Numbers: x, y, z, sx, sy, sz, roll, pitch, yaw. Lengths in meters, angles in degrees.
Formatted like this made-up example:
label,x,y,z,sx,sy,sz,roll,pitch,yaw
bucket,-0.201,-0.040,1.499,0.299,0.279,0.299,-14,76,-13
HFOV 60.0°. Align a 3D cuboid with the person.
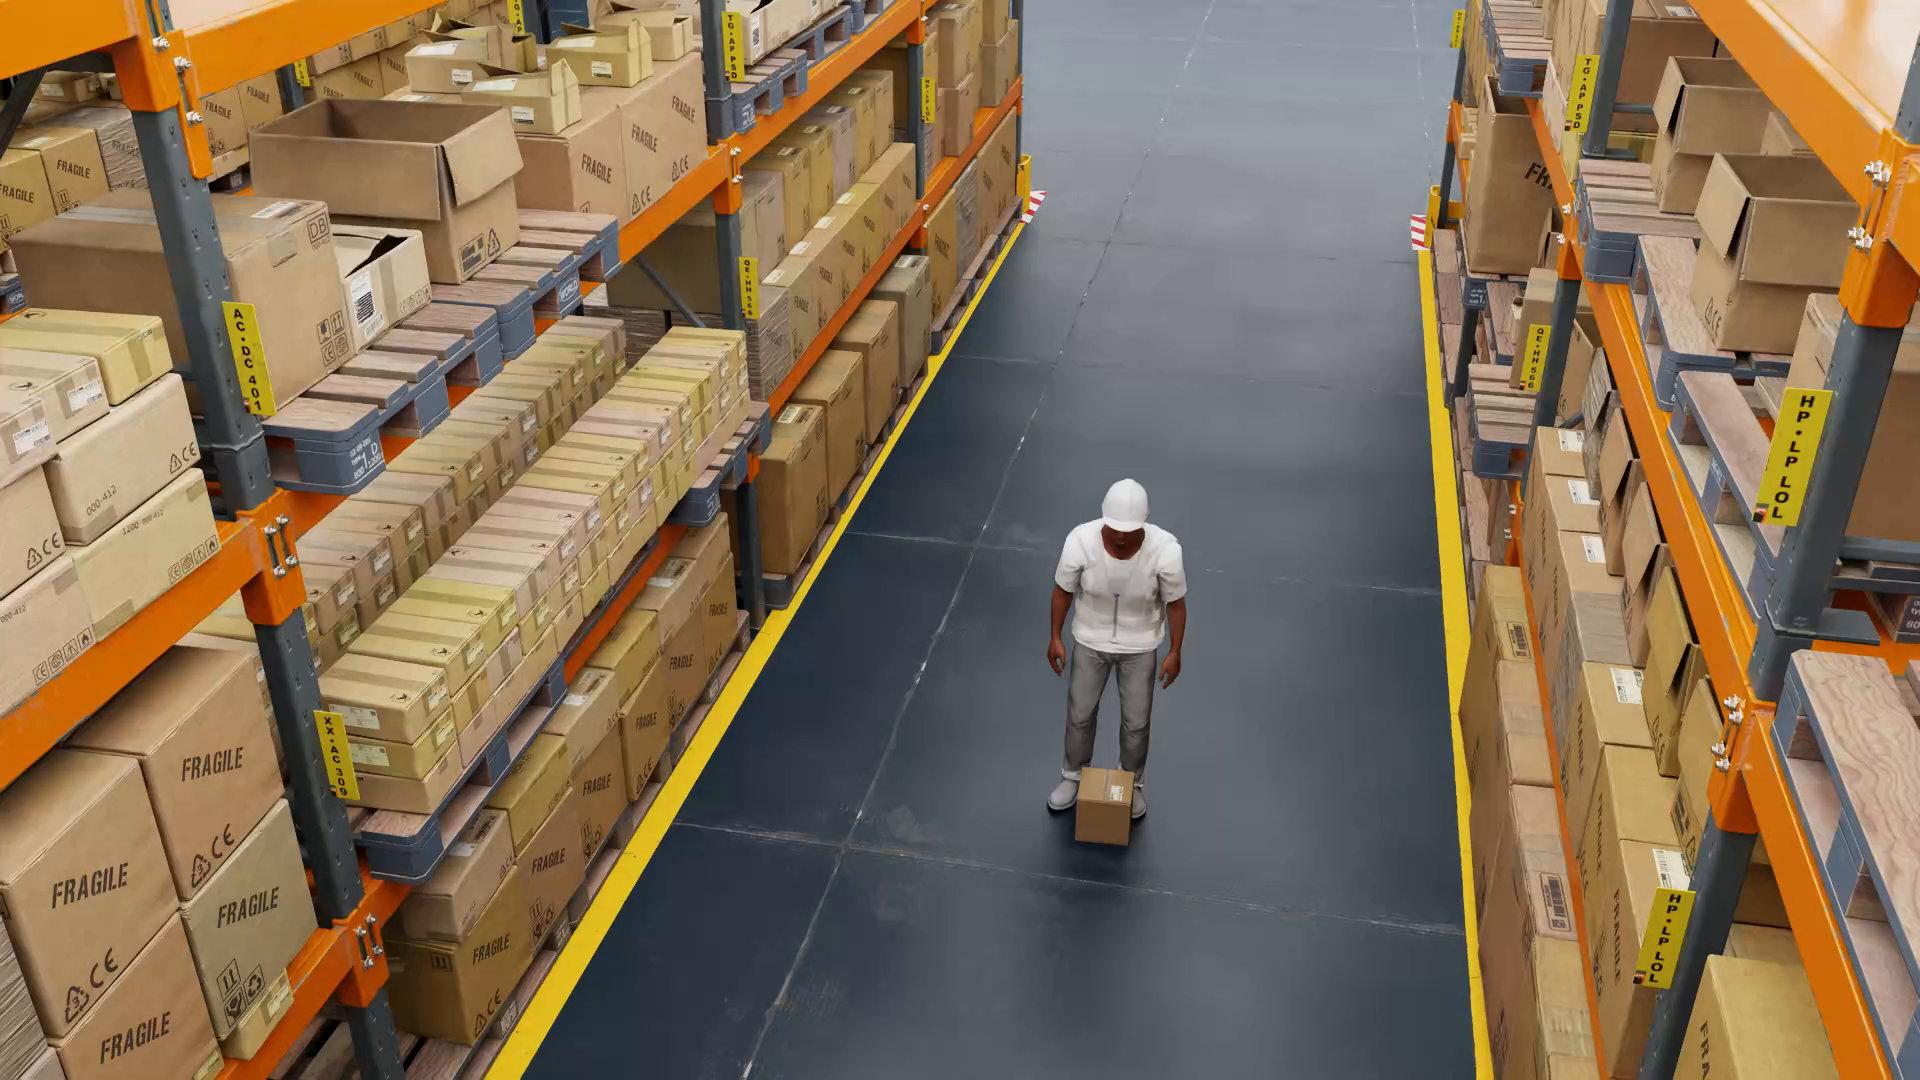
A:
label,x,y,z,sx,sy,sz,roll,pitch,yaw
person,0.718,0.492,7.700,0.627,1.761,0.460,6,29,10
